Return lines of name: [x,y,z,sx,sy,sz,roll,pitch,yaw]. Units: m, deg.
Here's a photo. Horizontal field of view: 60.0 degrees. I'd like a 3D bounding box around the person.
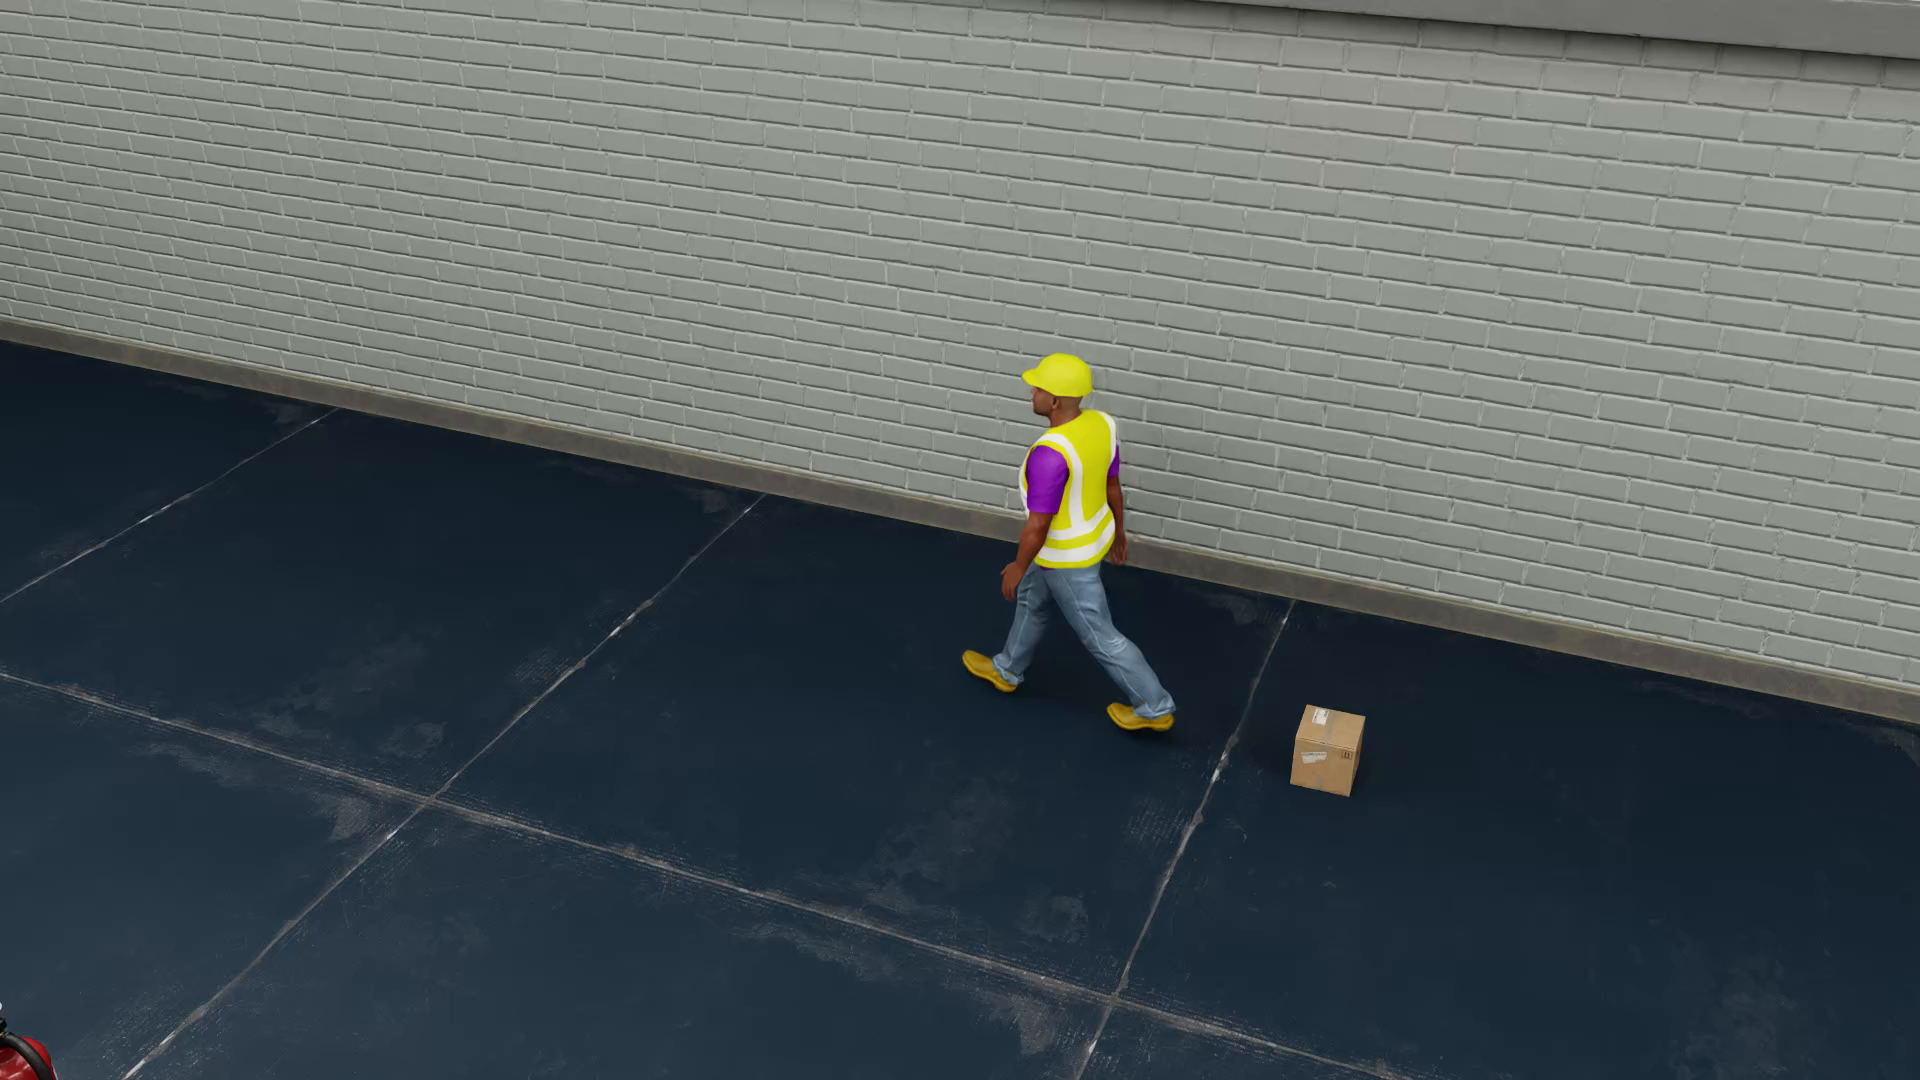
person: [0.455,0.025,7.086,1.073,1.717,0.600,12,32,21]
